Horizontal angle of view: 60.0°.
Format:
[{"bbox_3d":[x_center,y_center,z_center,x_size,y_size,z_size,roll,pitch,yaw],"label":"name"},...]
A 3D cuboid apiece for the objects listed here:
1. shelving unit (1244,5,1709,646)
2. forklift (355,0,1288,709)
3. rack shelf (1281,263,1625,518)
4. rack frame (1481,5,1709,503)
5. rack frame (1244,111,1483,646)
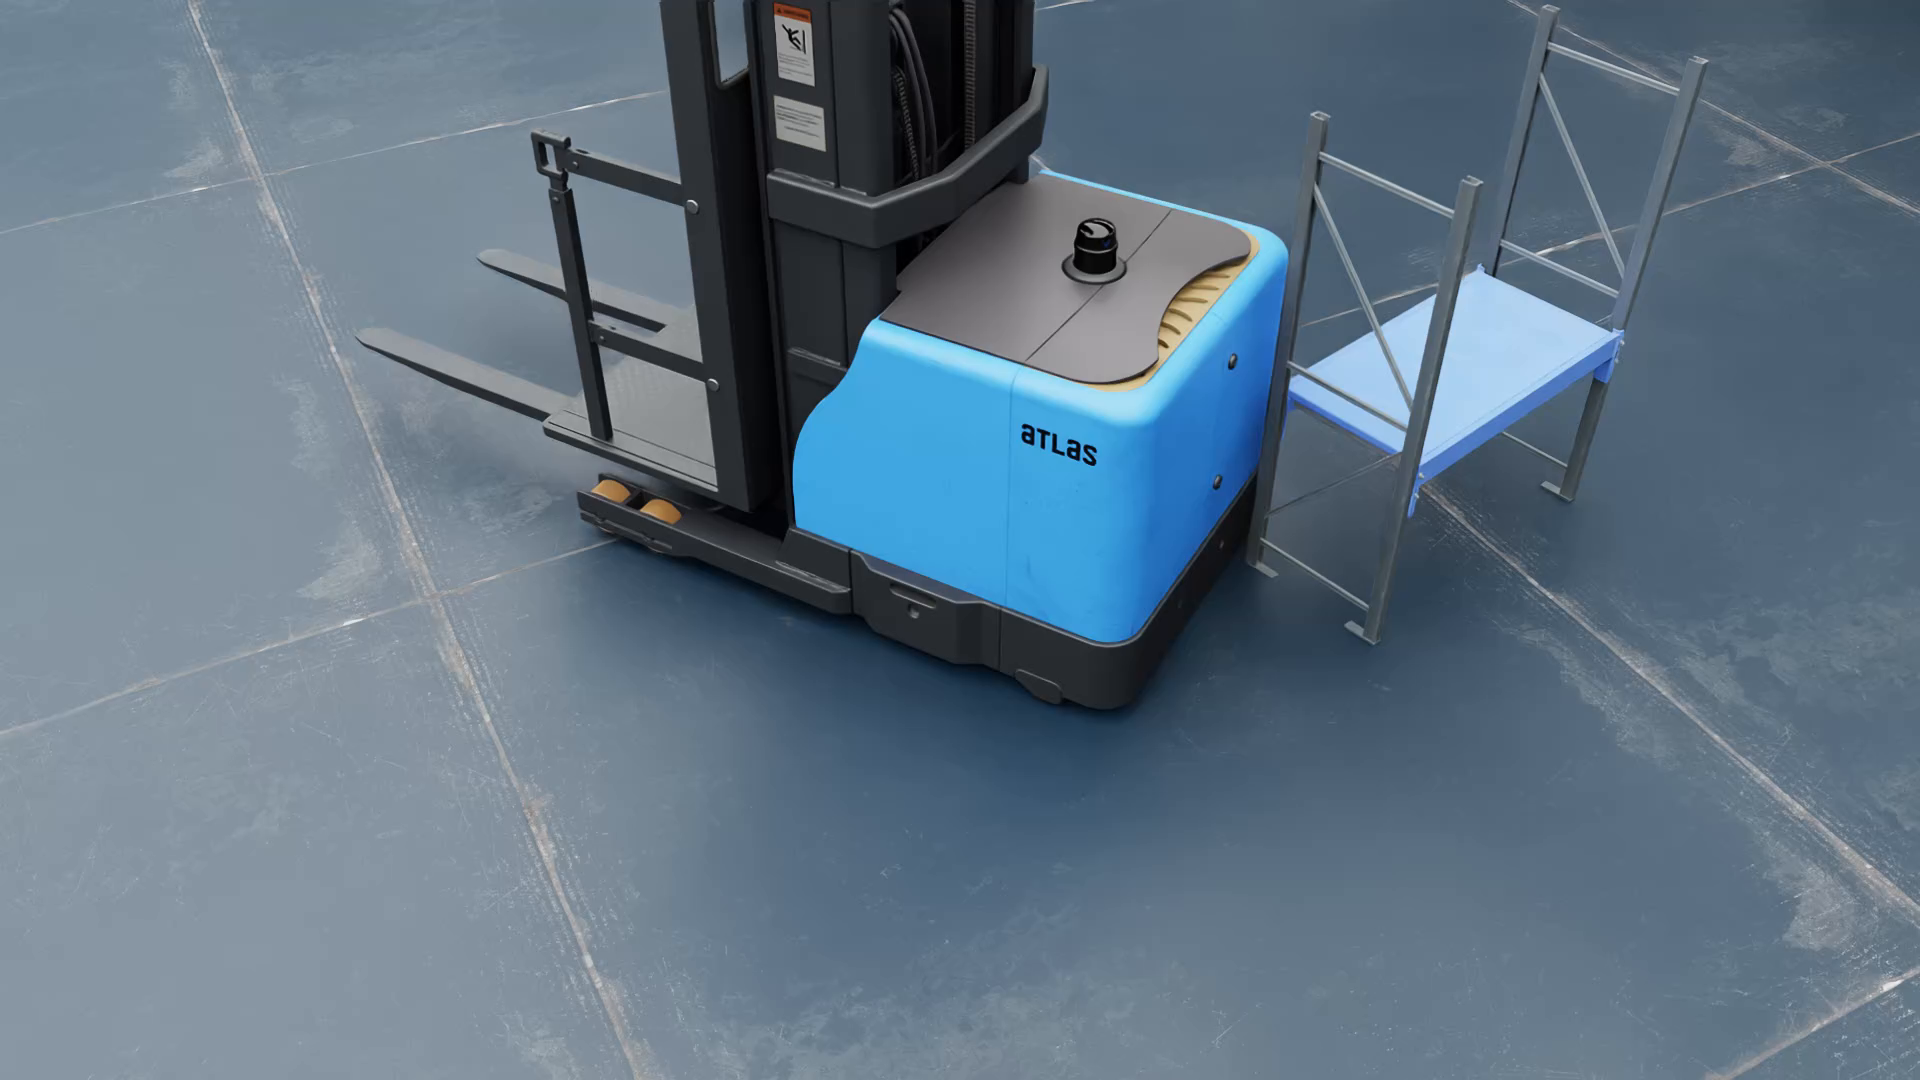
[{"bbox_3d":[1.442,-0.605,4.804,1.048,1.500,0.538,-30,48,-30],"label":"shelving unit"},{"bbox_3d":[-0.613,-1.352,4.579,3.031,2.935,1.130,20,44,22],"label":"forklift"},{"bbox_3d":[1.442,-0.468,4.920,1.000,0.185,0.538,-30,48,-30],"label":"rack shelf"},{"bbox_3d":[1.824,-0.822,5.060,0.032,1.500,0.500,-30,48,-30],"label":"rack frame"},{"bbox_3d":[1.060,-0.388,4.548,0.032,1.500,0.500,-30,48,-30],"label":"rack frame"}]
